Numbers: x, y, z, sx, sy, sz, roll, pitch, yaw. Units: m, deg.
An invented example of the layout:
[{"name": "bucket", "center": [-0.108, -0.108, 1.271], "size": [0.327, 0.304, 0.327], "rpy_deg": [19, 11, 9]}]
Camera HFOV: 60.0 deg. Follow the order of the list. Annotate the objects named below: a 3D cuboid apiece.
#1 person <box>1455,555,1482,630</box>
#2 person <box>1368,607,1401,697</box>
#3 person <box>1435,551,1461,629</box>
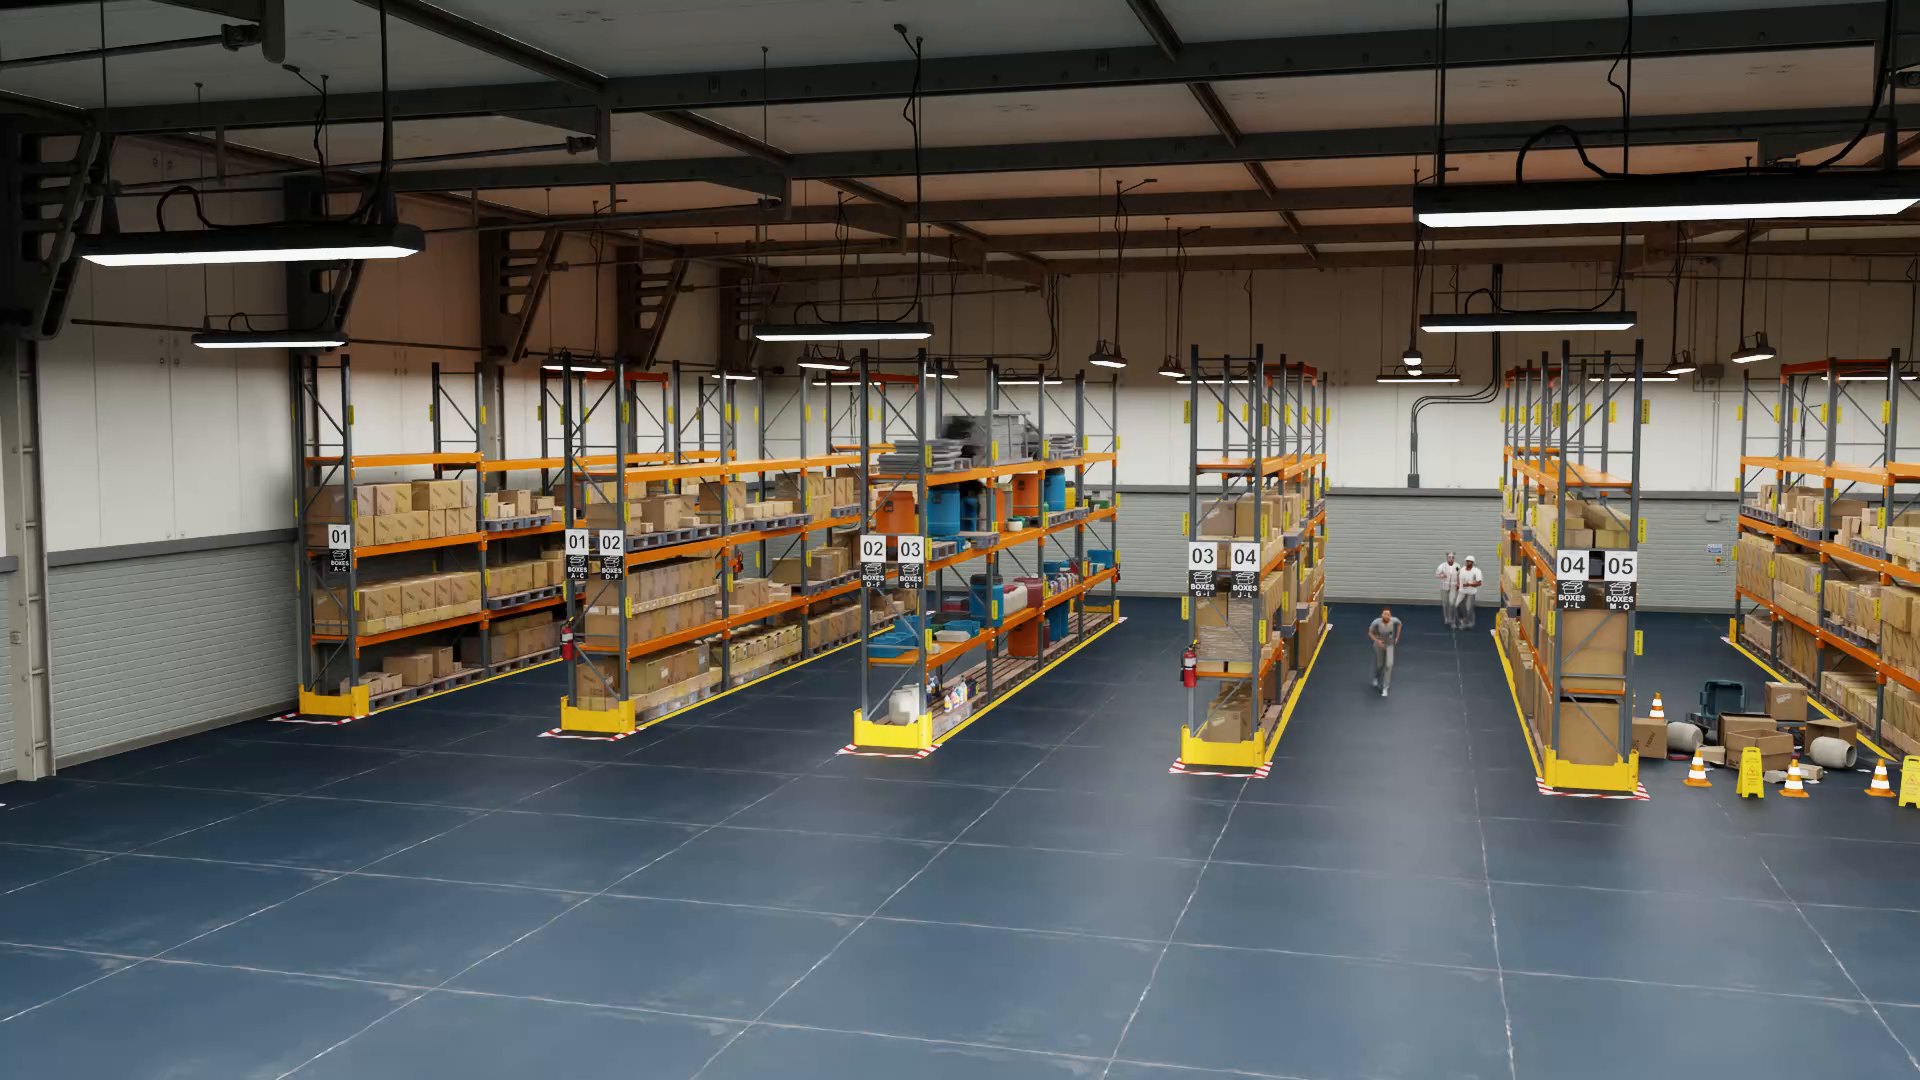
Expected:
[{"name": "person", "center": [11.856, 1.238, 38.776], "size": [0.665, 1.778, 0.683], "rpy_deg": [-4, 6, -43]}, {"name": "person", "center": [7.635, 1.971, 30.021], "size": [0.603, 1.624, 1.009], "rpy_deg": [0, 4, -1]}, {"name": "person", "center": [11.562, 1.188, 39.339], "size": [0.639, 1.860, 0.795], "rpy_deg": [1, 4, 14]}]
